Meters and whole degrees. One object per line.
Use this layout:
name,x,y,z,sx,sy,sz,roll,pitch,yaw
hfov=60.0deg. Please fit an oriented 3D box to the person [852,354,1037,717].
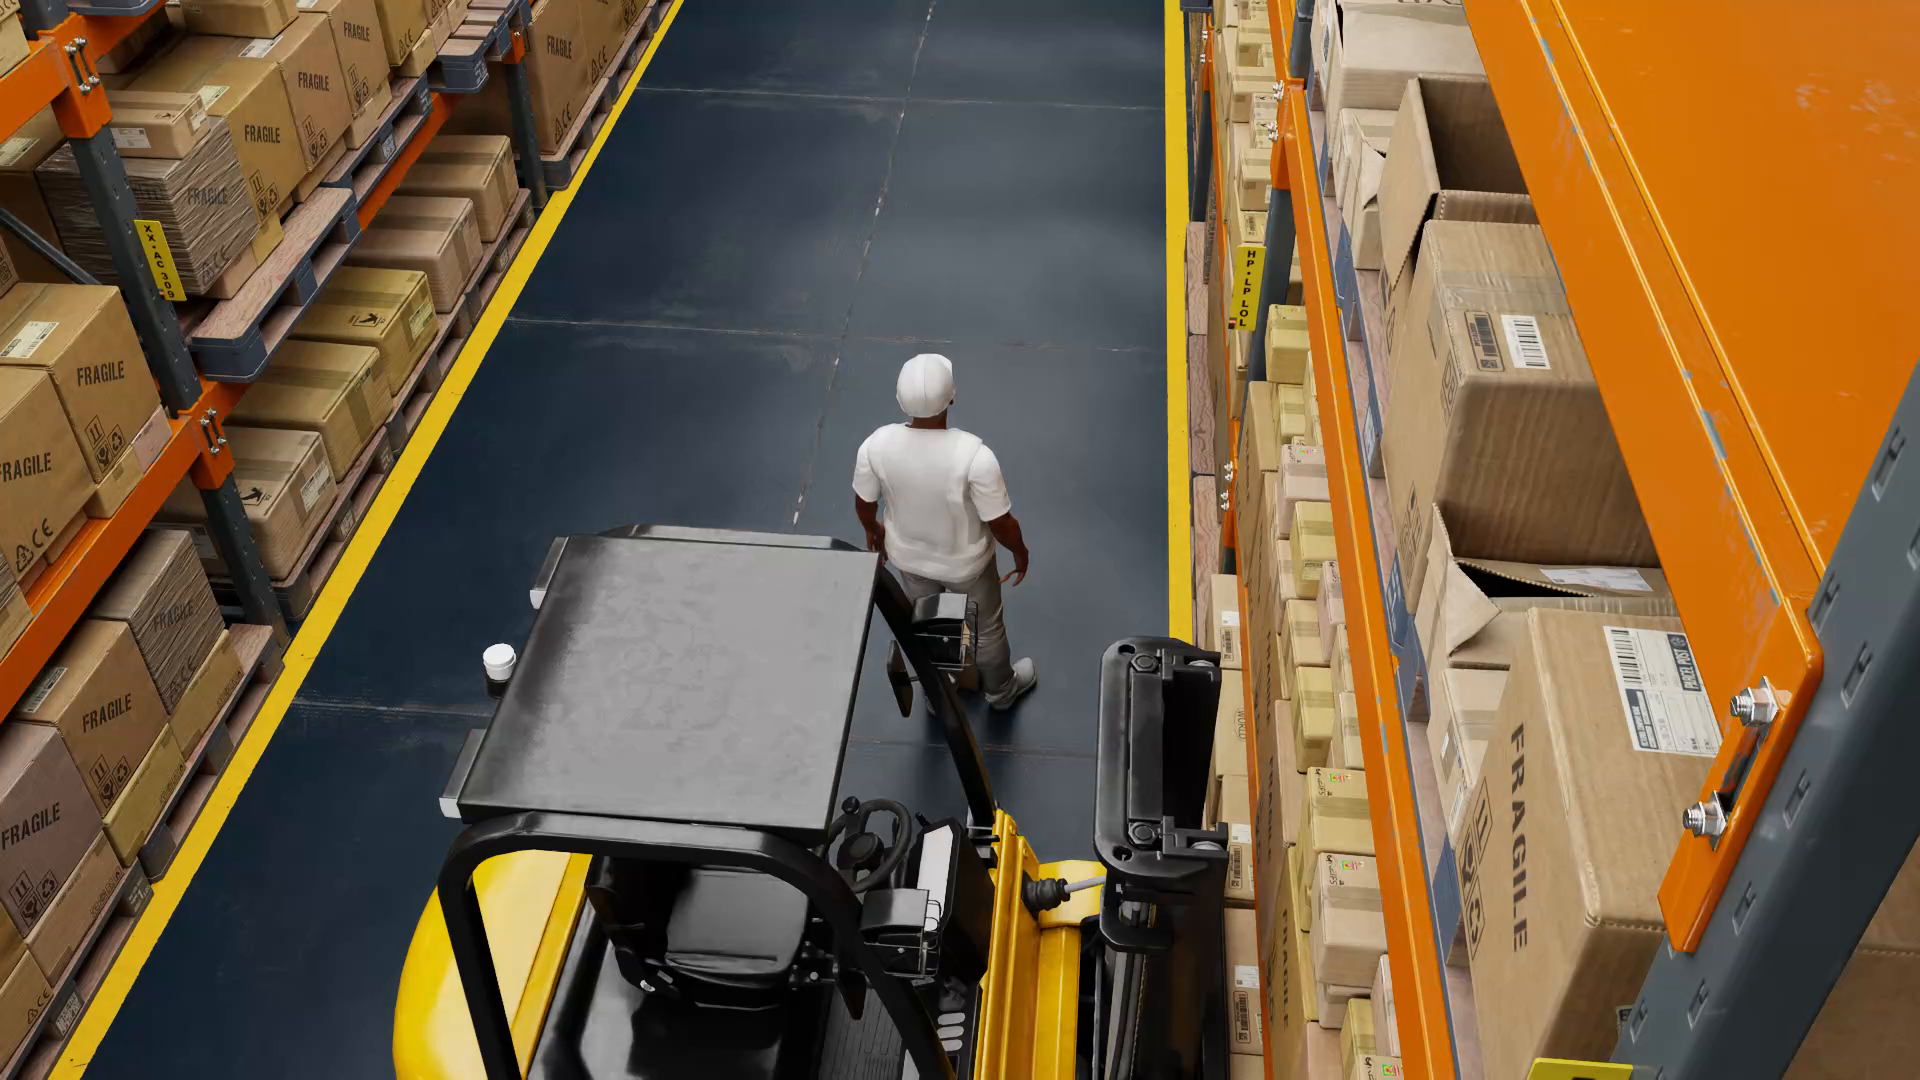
person,-0.044,-0.015,6.435,0.666,1.766,0.576,12,41,14
